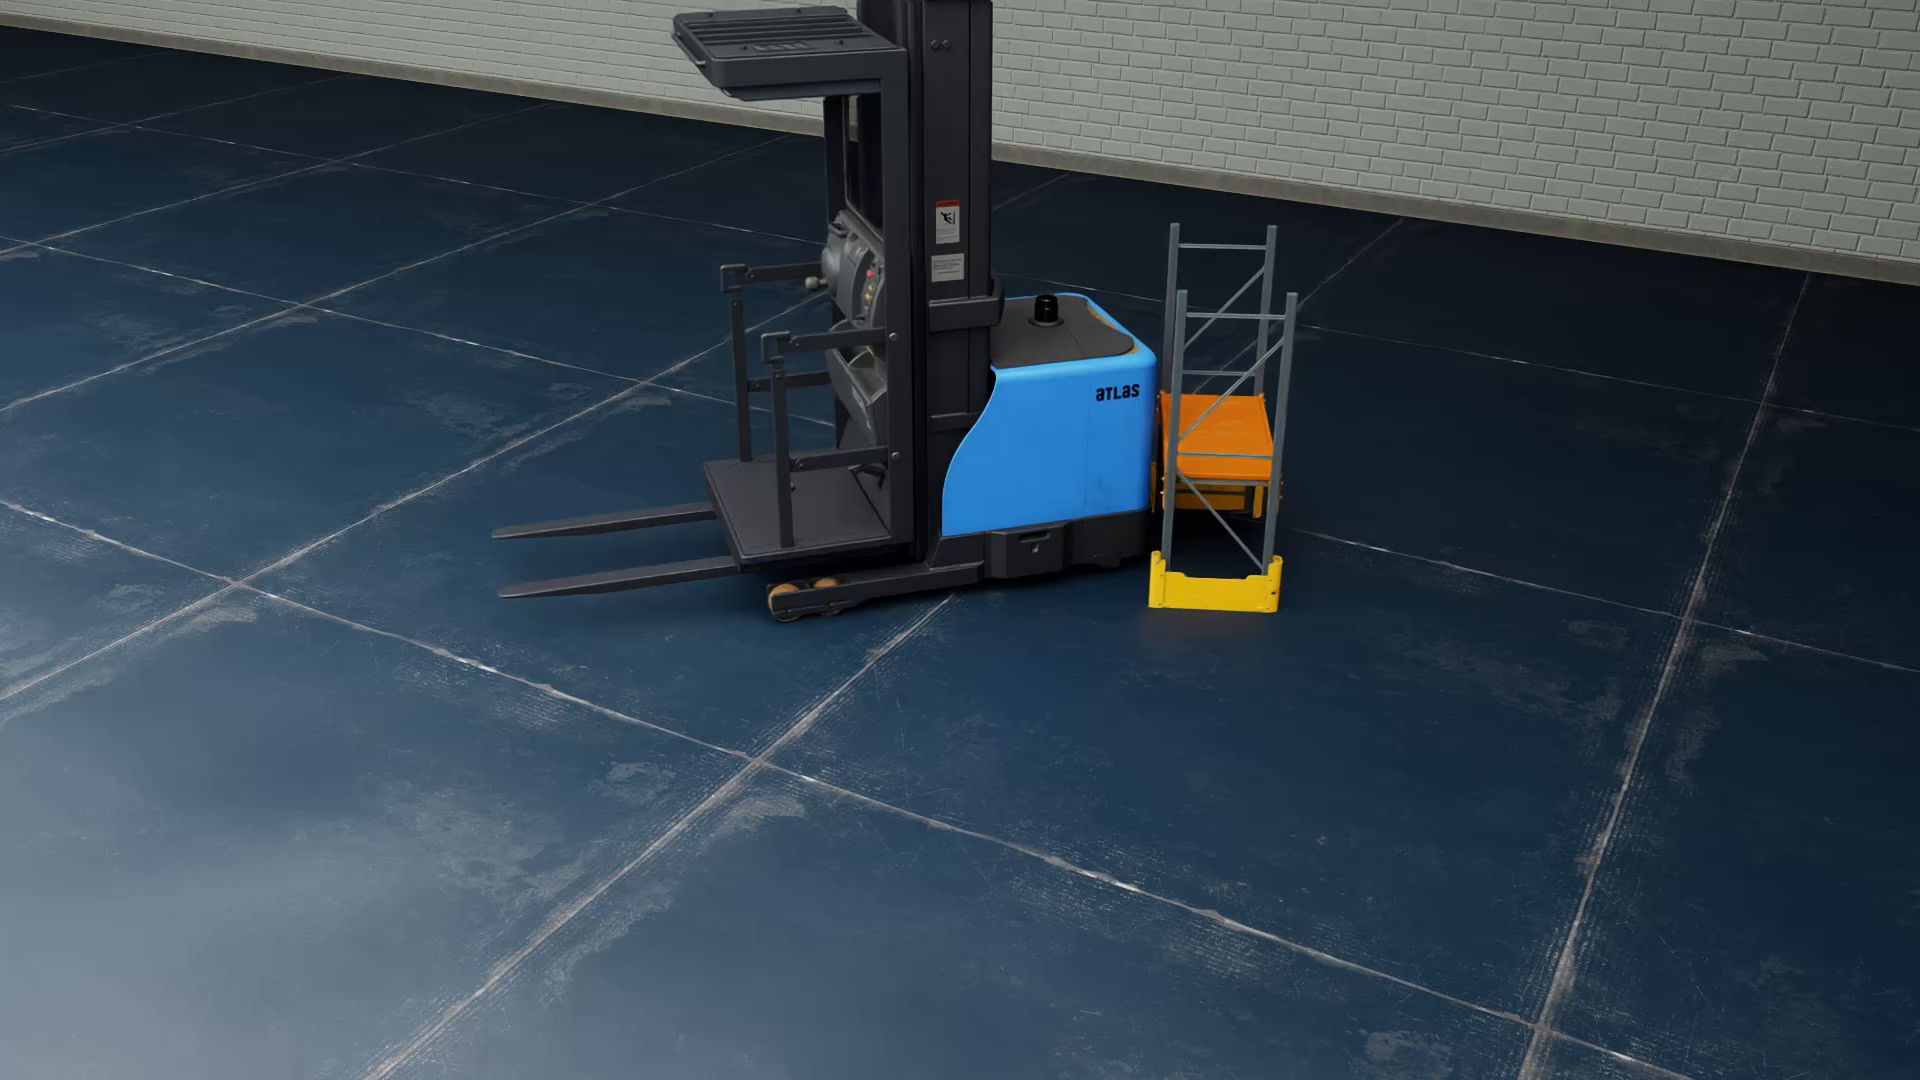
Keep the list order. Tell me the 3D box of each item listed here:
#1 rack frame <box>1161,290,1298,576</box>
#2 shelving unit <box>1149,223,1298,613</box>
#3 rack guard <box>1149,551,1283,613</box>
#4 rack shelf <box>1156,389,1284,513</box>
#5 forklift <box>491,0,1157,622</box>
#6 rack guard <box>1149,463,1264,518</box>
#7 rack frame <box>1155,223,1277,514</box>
[{"bbox_3d":[1.163,-0.368,7.309,0.500,1.500,0.032,2,27,4],"label":"rack frame"},{"bbox_3d":[1.206,-0.591,7.754,0.587,1.500,1.083,2,27,4],"label":"shelving unit"},{"bbox_3d":[1.163,0.190,7.590,0.587,0.250,0.087,2,27,4],"label":"rack guard"},{"bbox_3d":[1.207,-0.434,7.843,0.538,0.185,1.000,2,27,4],"label":"rack shelf"},{"bbox_3d":[-0.662,-1.206,7.385,3.031,2.935,1.130,-8,28,-15],"label":"forklift"},{"bbox_3d":[1.248,-0.254,8.478,0.587,0.250,0.087,2,27,4],"label":"rack guard"},{"bbox_3d":[1.250,-0.821,8.215,0.500,1.500,0.032,2,27,4],"label":"rack frame"}]
